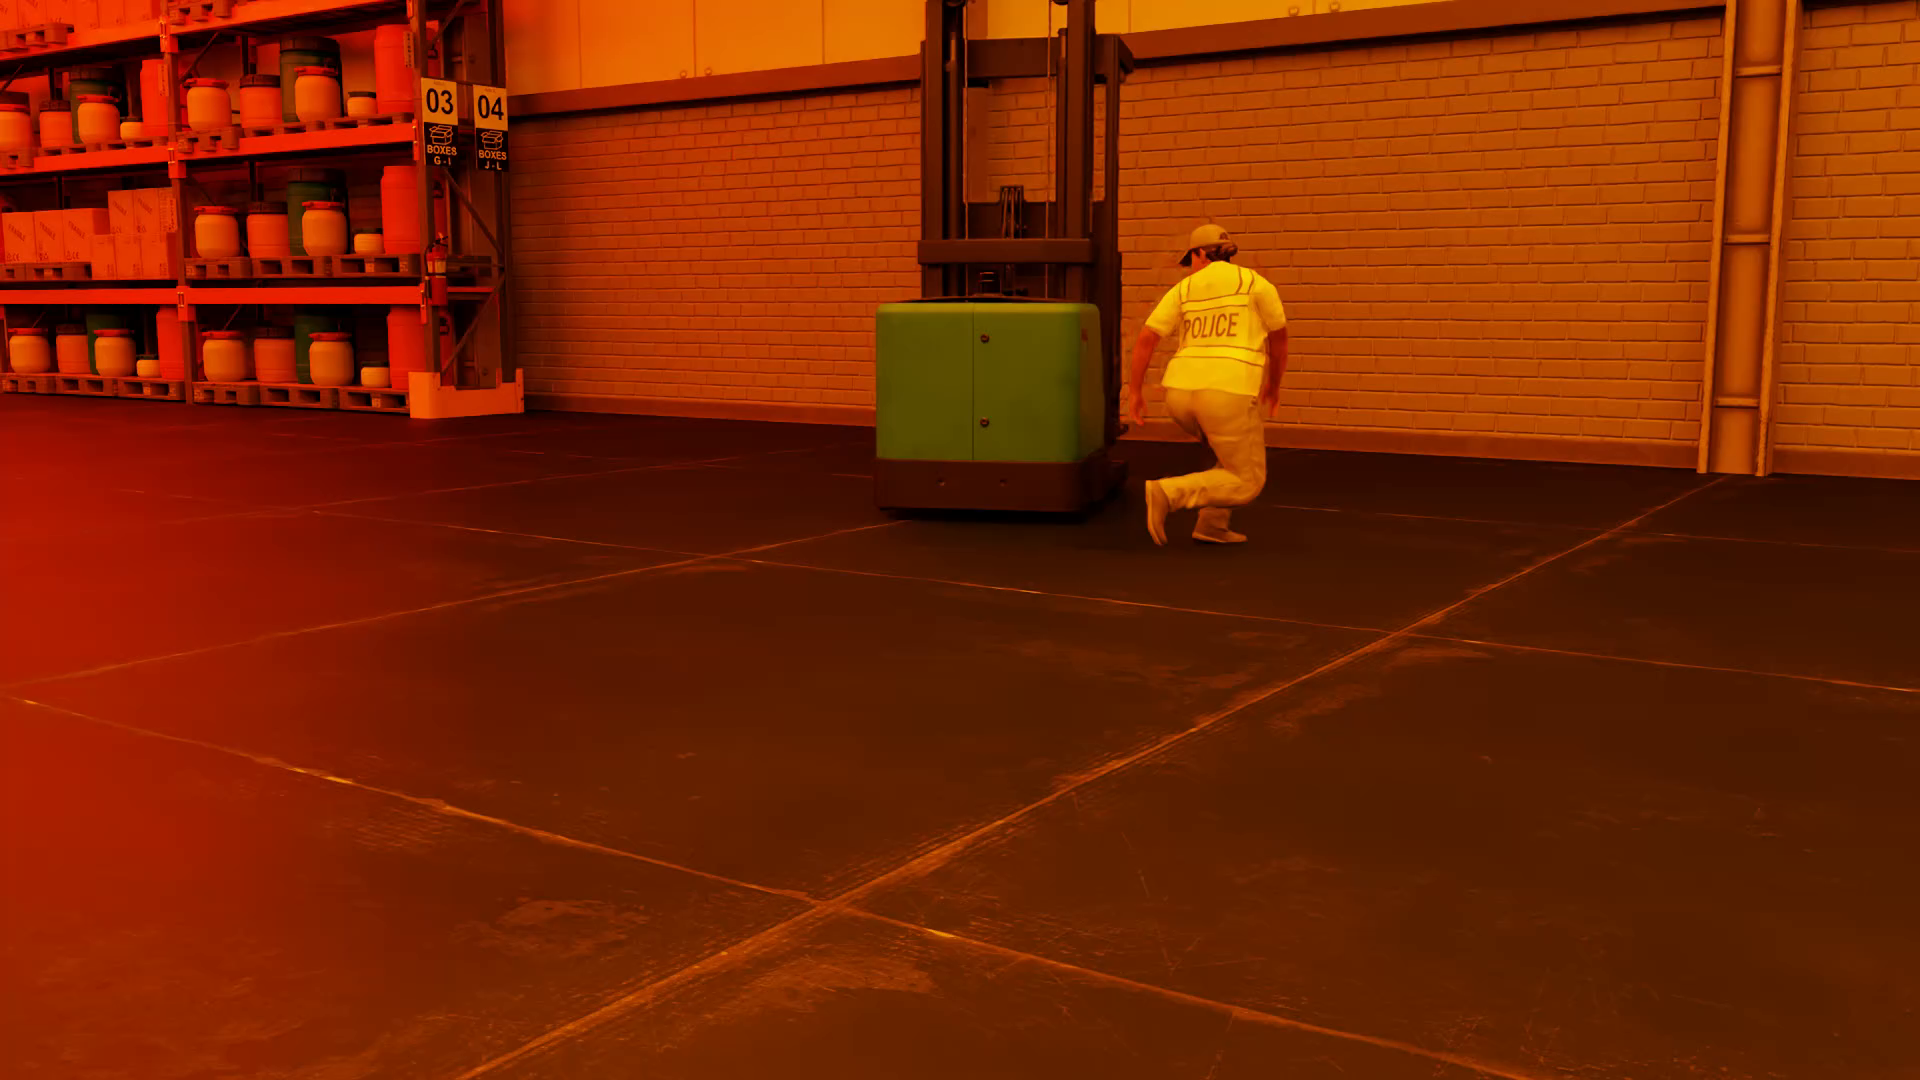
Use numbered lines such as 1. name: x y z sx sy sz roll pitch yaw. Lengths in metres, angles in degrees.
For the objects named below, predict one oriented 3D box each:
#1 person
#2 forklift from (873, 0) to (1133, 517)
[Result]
1. person: 1.070 -0.675 7.404 0.778 1.445 0.598 -7 11 -41
2. forklift: 0.377 -1.736 9.401 1.130 2.935 3.031 2 8 12
